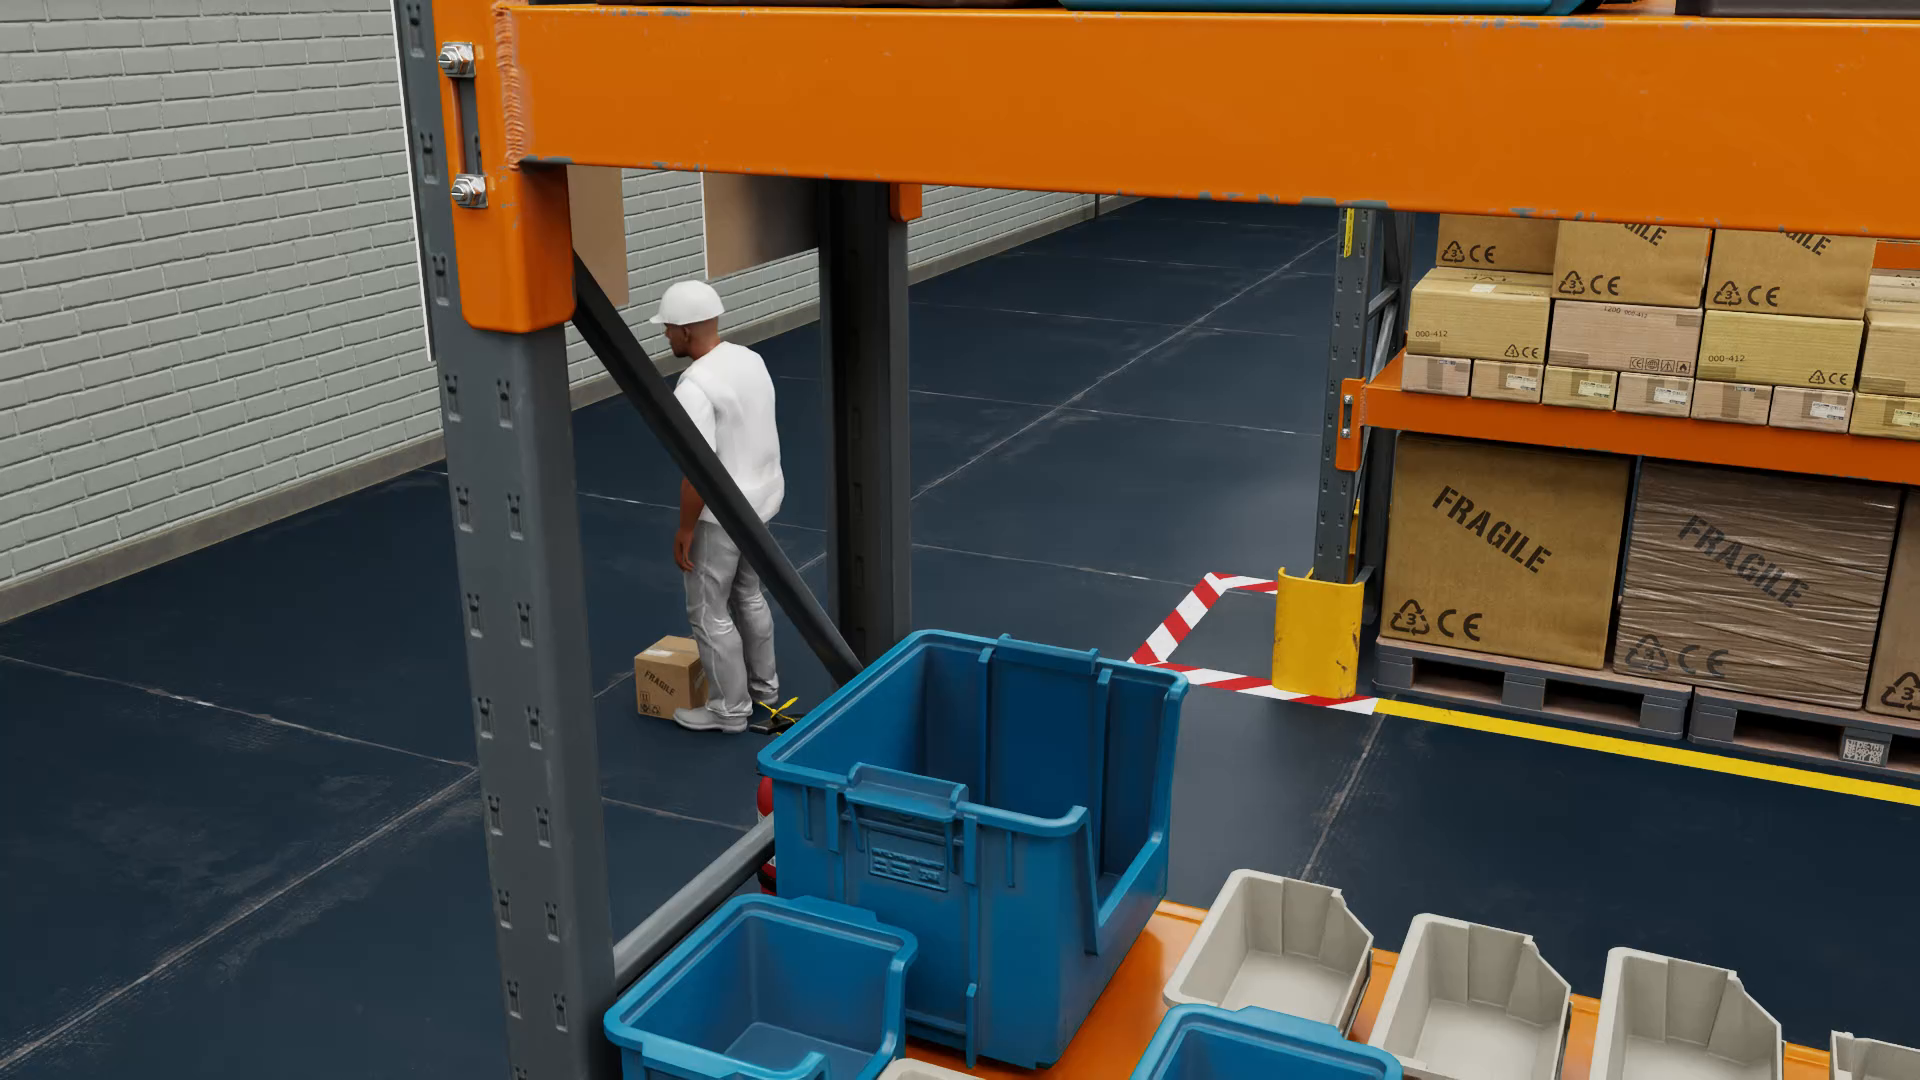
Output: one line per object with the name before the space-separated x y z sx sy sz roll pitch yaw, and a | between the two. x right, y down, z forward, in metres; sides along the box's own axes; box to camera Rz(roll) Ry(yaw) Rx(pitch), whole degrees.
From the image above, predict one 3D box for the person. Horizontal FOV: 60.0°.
person | -0.925 -0.124 6.400 0.462 1.759 0.628 7 20 20
